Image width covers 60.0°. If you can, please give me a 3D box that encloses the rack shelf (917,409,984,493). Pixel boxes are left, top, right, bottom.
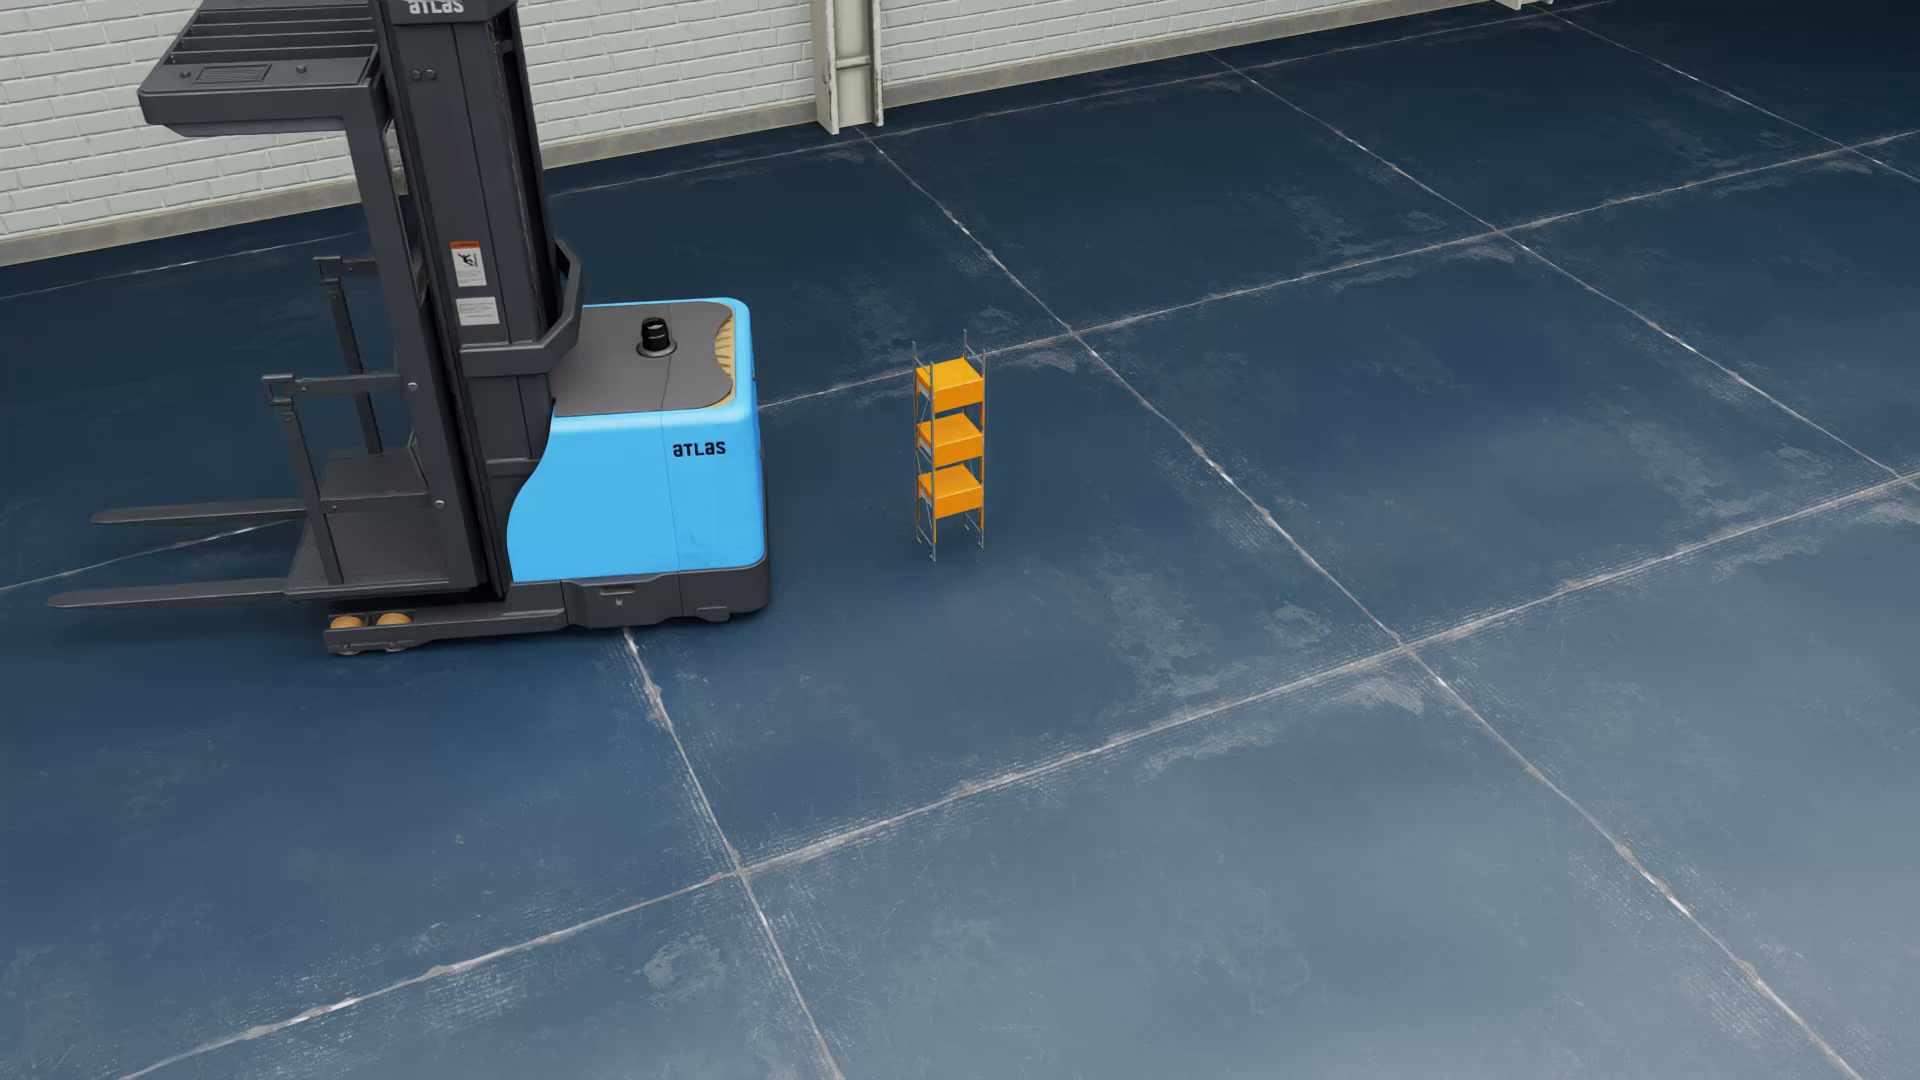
[{"bbox_3d":[-0.048,-0.400,7.425,0.240,0.259,0.215,-16,39,-20],"label":"rack shelf"}]

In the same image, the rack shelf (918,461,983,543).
[{"bbox_3d":[-0.048,-0.176,7.591,0.240,0.259,0.215,-16,39,-20],"label":"rack shelf"}]

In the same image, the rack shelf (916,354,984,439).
[{"bbox_3d":[-0.048,-0.628,7.256,0.240,0.259,0.215,-16,39,-20],"label":"rack shelf"}]

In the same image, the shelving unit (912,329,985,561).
[{"bbox_3d":[-0.048,-0.408,7.419,0.252,1.050,0.215,-16,39,-20],"label":"shelving unit"}]

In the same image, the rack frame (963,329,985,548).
[{"bbox_3d":[0.062,-0.439,7.461,0.008,1.050,0.200,-16,39,-20],"label":"rack frame"}]

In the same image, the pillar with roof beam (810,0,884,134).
[{"bbox_3d":[1.053,-4.241,5.914,0.400,9.000,9.100,-16,39,-20],"label":"pillar with roof beam"}]

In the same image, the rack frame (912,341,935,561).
[{"bbox_3d":[-0.159,-0.377,7.377,0.008,1.050,0.200,-16,39,-20],"label":"rack frame"}]

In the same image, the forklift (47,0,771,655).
[{"bbox_3d":[-2.383,-1.021,6.666,3.031,2.935,1.130,-4,37,-5],"label":"forklift"}]
